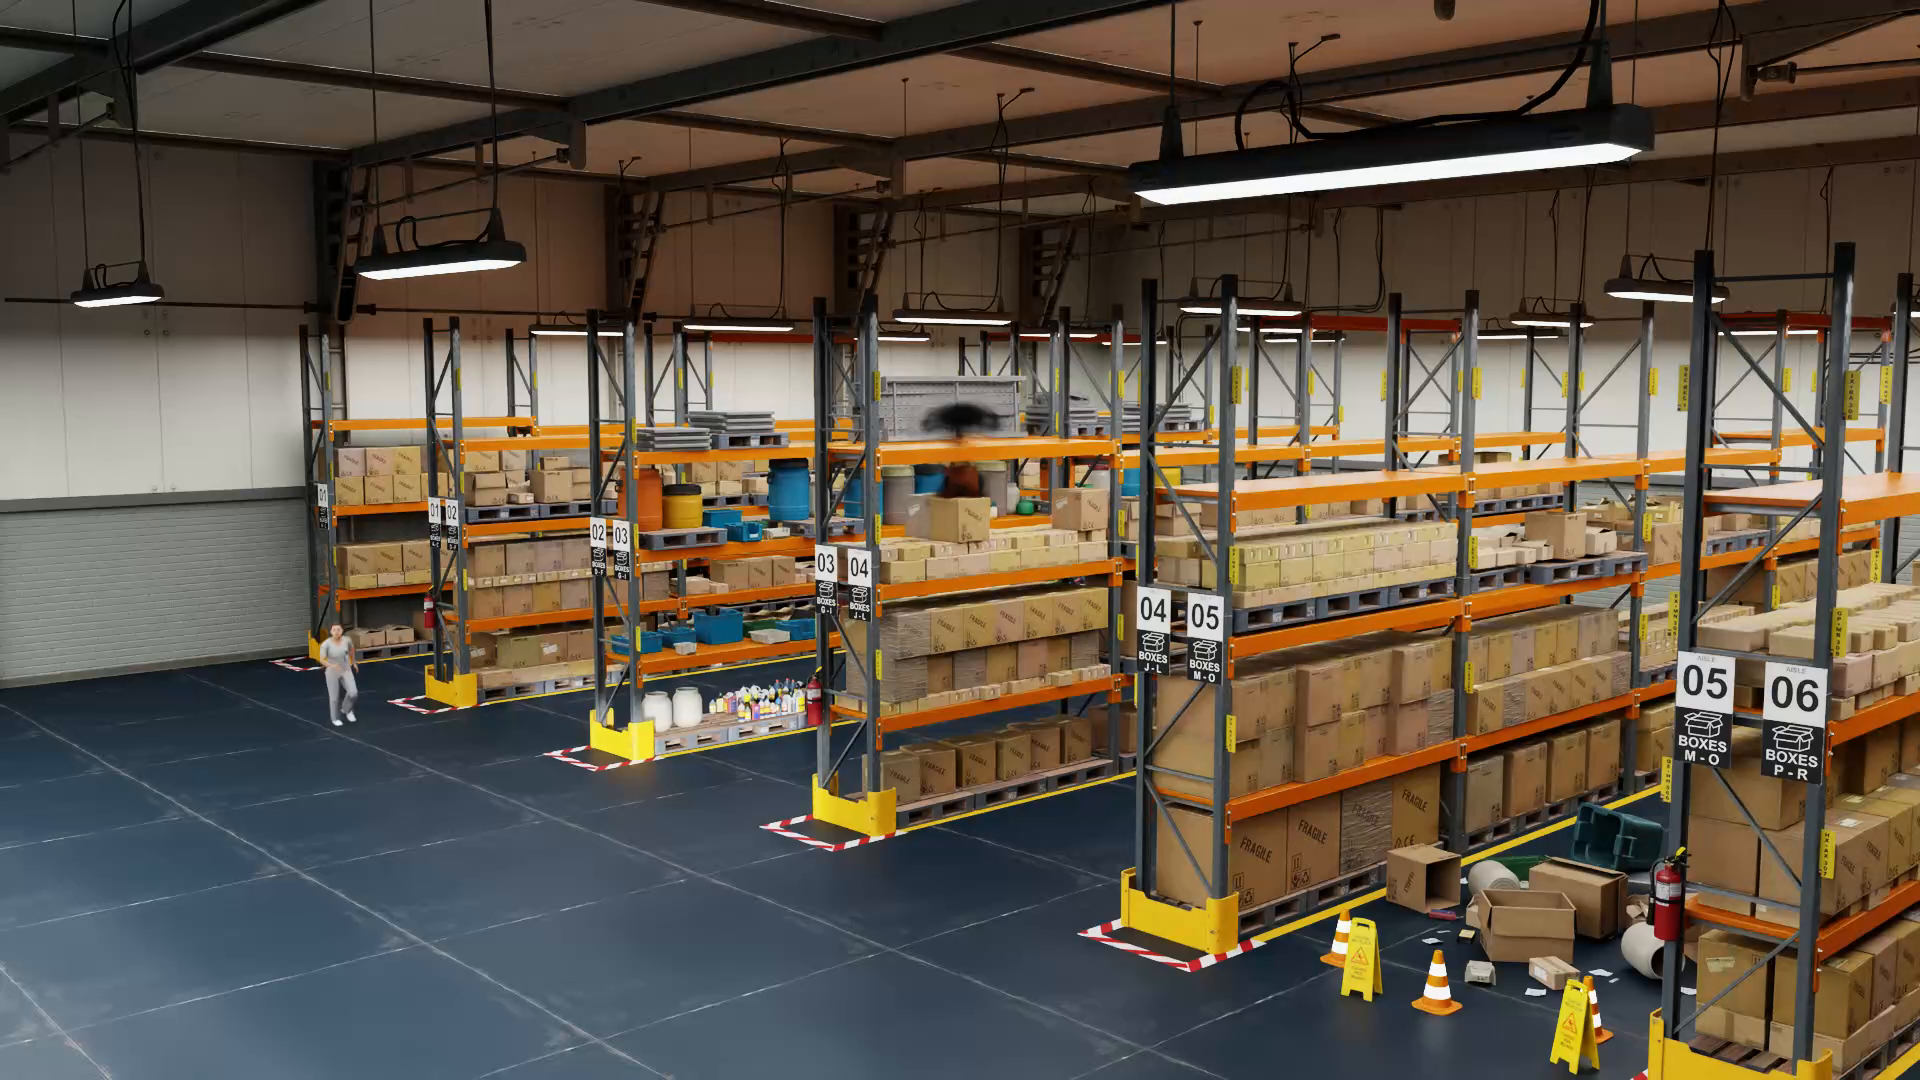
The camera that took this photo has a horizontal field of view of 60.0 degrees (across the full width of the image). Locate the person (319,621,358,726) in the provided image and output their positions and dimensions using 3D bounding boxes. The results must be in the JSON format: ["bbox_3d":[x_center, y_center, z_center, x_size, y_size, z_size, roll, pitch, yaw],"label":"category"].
[{"bbox_3d":[-8.983,1.946,24.078,0.578,1.586,0.874,-3,7,-29],"label":"person"}]
